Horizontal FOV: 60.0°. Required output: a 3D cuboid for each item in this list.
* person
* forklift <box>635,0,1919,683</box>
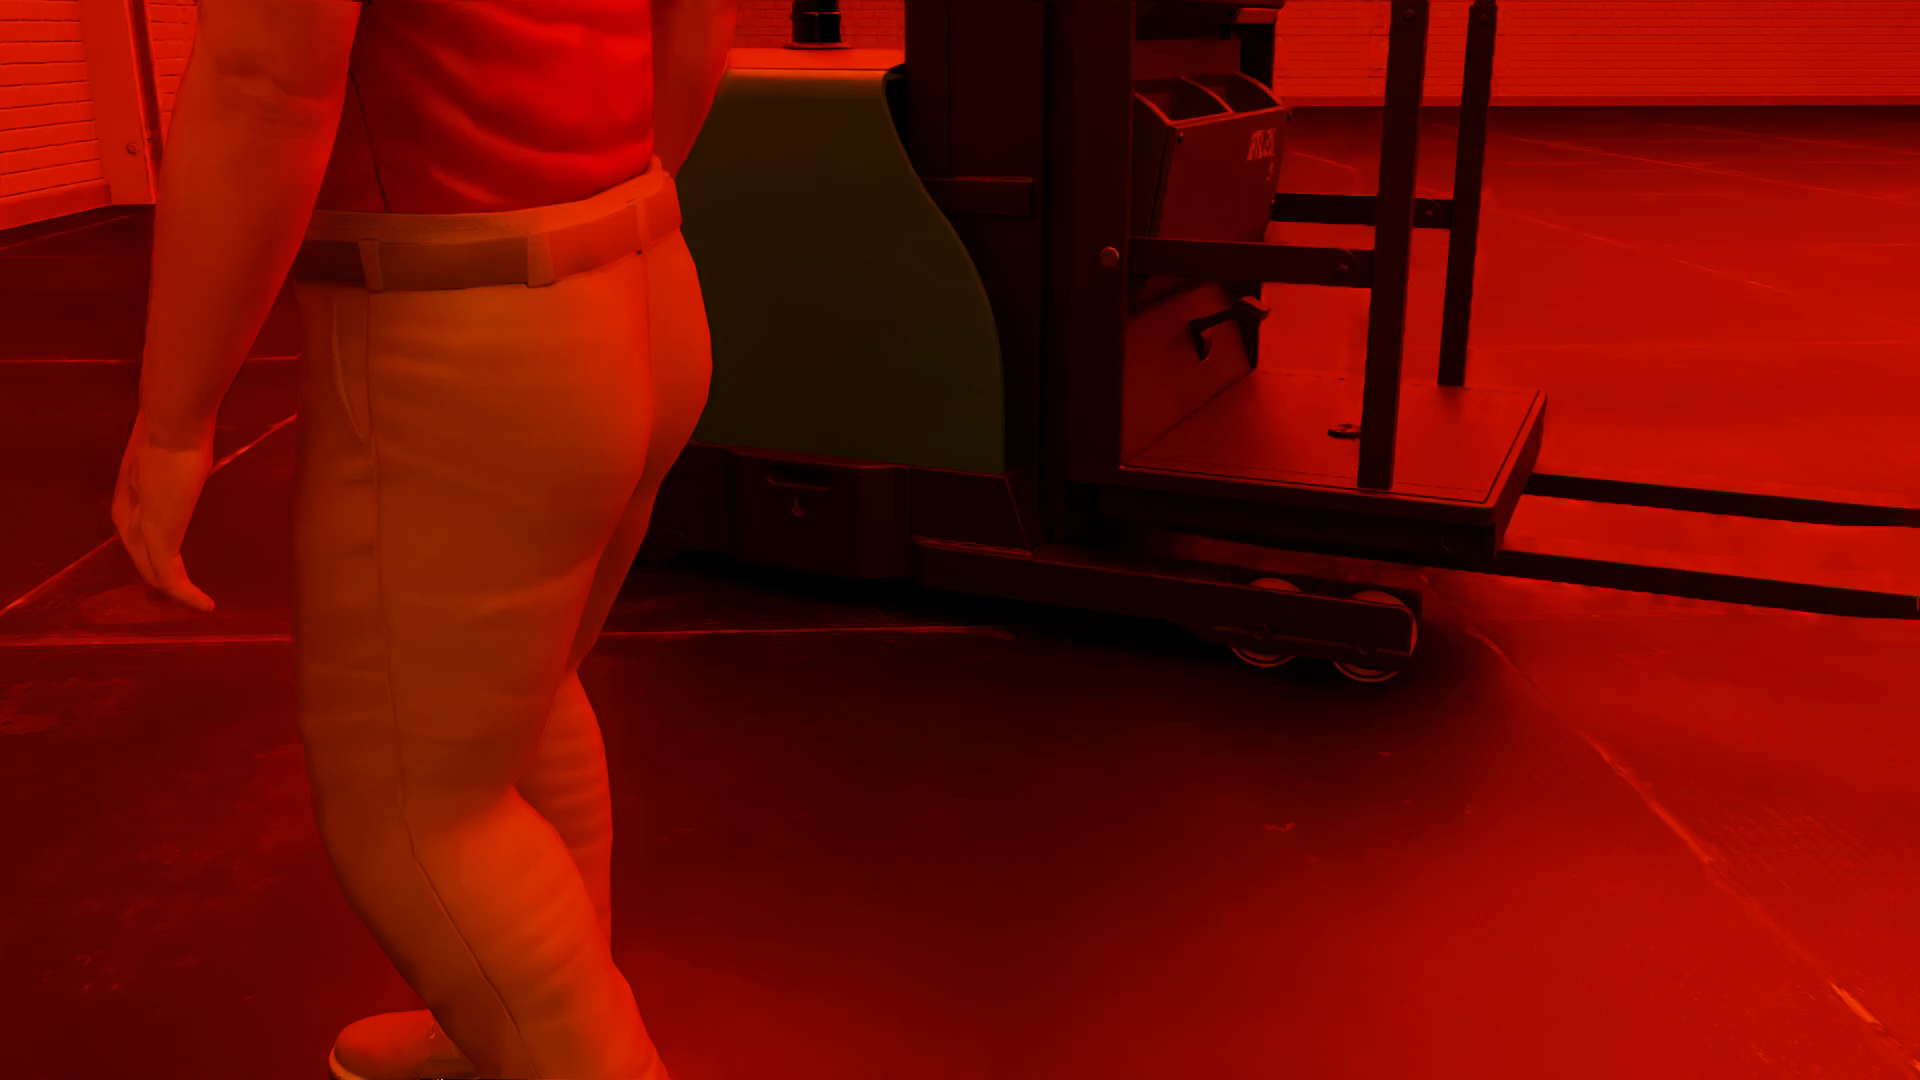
[{"bbox_3d":[-0.495,-0.149,1.478,0.504,1.713,0.747,3,17,10],"label":"person"},{"bbox_3d":[0.701,-1.316,3.208,3.031,2.935,1.130,7,18,22],"label":"forklift"}]
